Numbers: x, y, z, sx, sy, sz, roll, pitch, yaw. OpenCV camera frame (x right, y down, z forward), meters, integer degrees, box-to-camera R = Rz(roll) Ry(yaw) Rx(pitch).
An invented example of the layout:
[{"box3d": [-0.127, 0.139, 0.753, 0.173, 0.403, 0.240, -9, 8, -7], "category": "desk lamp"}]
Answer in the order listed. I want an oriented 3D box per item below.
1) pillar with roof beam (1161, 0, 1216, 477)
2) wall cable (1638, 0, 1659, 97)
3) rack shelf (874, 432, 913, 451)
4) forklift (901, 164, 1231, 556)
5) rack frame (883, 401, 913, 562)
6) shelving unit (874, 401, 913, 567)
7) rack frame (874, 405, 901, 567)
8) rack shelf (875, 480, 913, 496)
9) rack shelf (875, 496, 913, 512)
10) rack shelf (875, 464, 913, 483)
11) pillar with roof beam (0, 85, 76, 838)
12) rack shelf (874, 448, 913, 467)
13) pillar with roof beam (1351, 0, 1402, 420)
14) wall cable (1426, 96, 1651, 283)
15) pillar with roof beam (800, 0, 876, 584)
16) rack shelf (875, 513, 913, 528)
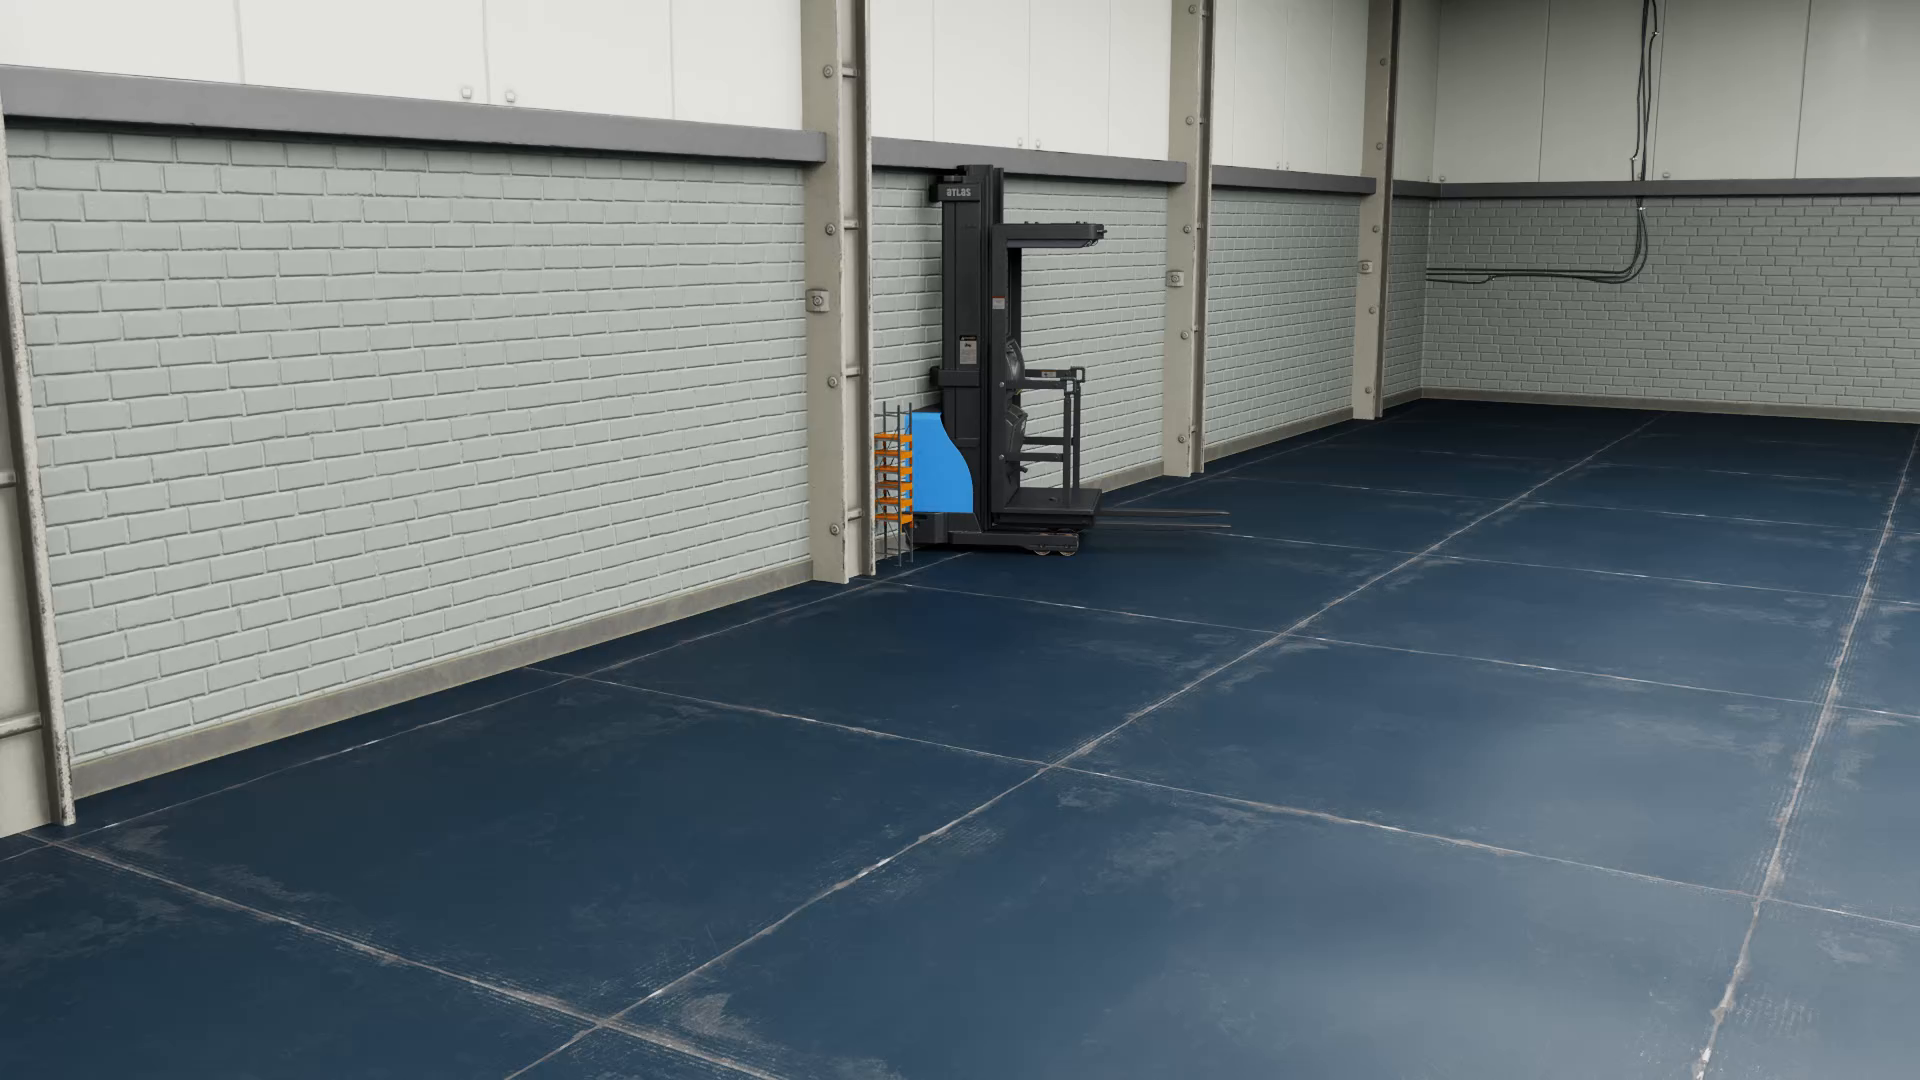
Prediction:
[{"box3d": [5.951, -4.693, 13.980, 9.100, 9.000, 0.400, 6, 12, 31], "category": "pillar with roof beam"}, {"box3d": [10.359, -7.082, 21.458, 3.097, 2.526, 0.112, 6, 12, 31], "category": "wall cable"}, {"box3d": [-0.504, -0.728, 12.283, 0.258, 0.103, 0.180, 5, 12, 26], "category": "rack shelf"}, {"box3d": [0.620, -1.424, 13.011, 3.031, 2.935, 1.130, 2, 11, 8], "category": "forklift"}, {"box3d": [-0.463, -0.433, 12.421, 0.240, 1.200, 0.006, 5, 12, 26], "category": "rack frame"}, {"box3d": [-0.504, -0.418, 12.341, 0.258, 1.200, 0.189, 5, 12, 26], "category": "shelving unit"}, {"box3d": [-0.545, -0.403, 12.260, 0.240, 1.200, 0.006, 5, 12, 26], "category": "rack frame"}, {"box3d": [-0.504, -0.374, 12.349, 0.258, 0.103, 0.180, 5, 12, 26], "category": "rack shelf"}, {"box3d": [-0.504, -0.256, 12.371, 0.258, 0.103, 0.180, 5, 12, 26], "category": "rack shelf"}, {"box3d": [-0.504, -0.492, 12.327, 0.258, 0.103, 0.180, 5, 12, 26], "category": "rack shelf"}, {"box3d": [-0.279, -2.805, 3.899, 9.100, 9.000, 0.400, 6, 12, 31], "category": "pillar with roof beam"}, {"box3d": [-0.504, -0.610, 12.305, 0.258, 0.103, 0.180, 5, 12, 26], "category": "rack shelf"}, {"box3d": [9.066, -5.636, 19.021, 9.100, 9.000, 0.400, 6, 12, 31], "category": "pillar with roof beam"}, {"box3d": [8.047, -4.858, 23.303, 3.097, 2.526, 0.112, 6, 12, 31], "category": "wall cable"}, {"box3d": [2.836, -3.749, 8.940, 9.100, 9.000, 0.400, 6, 12, 31], "category": "pillar with roof beam"}, {"box3d": [-0.504, -0.138, 12.393, 0.258, 0.103, 0.180, 5, 12, 26], "category": "rack shelf"}]
